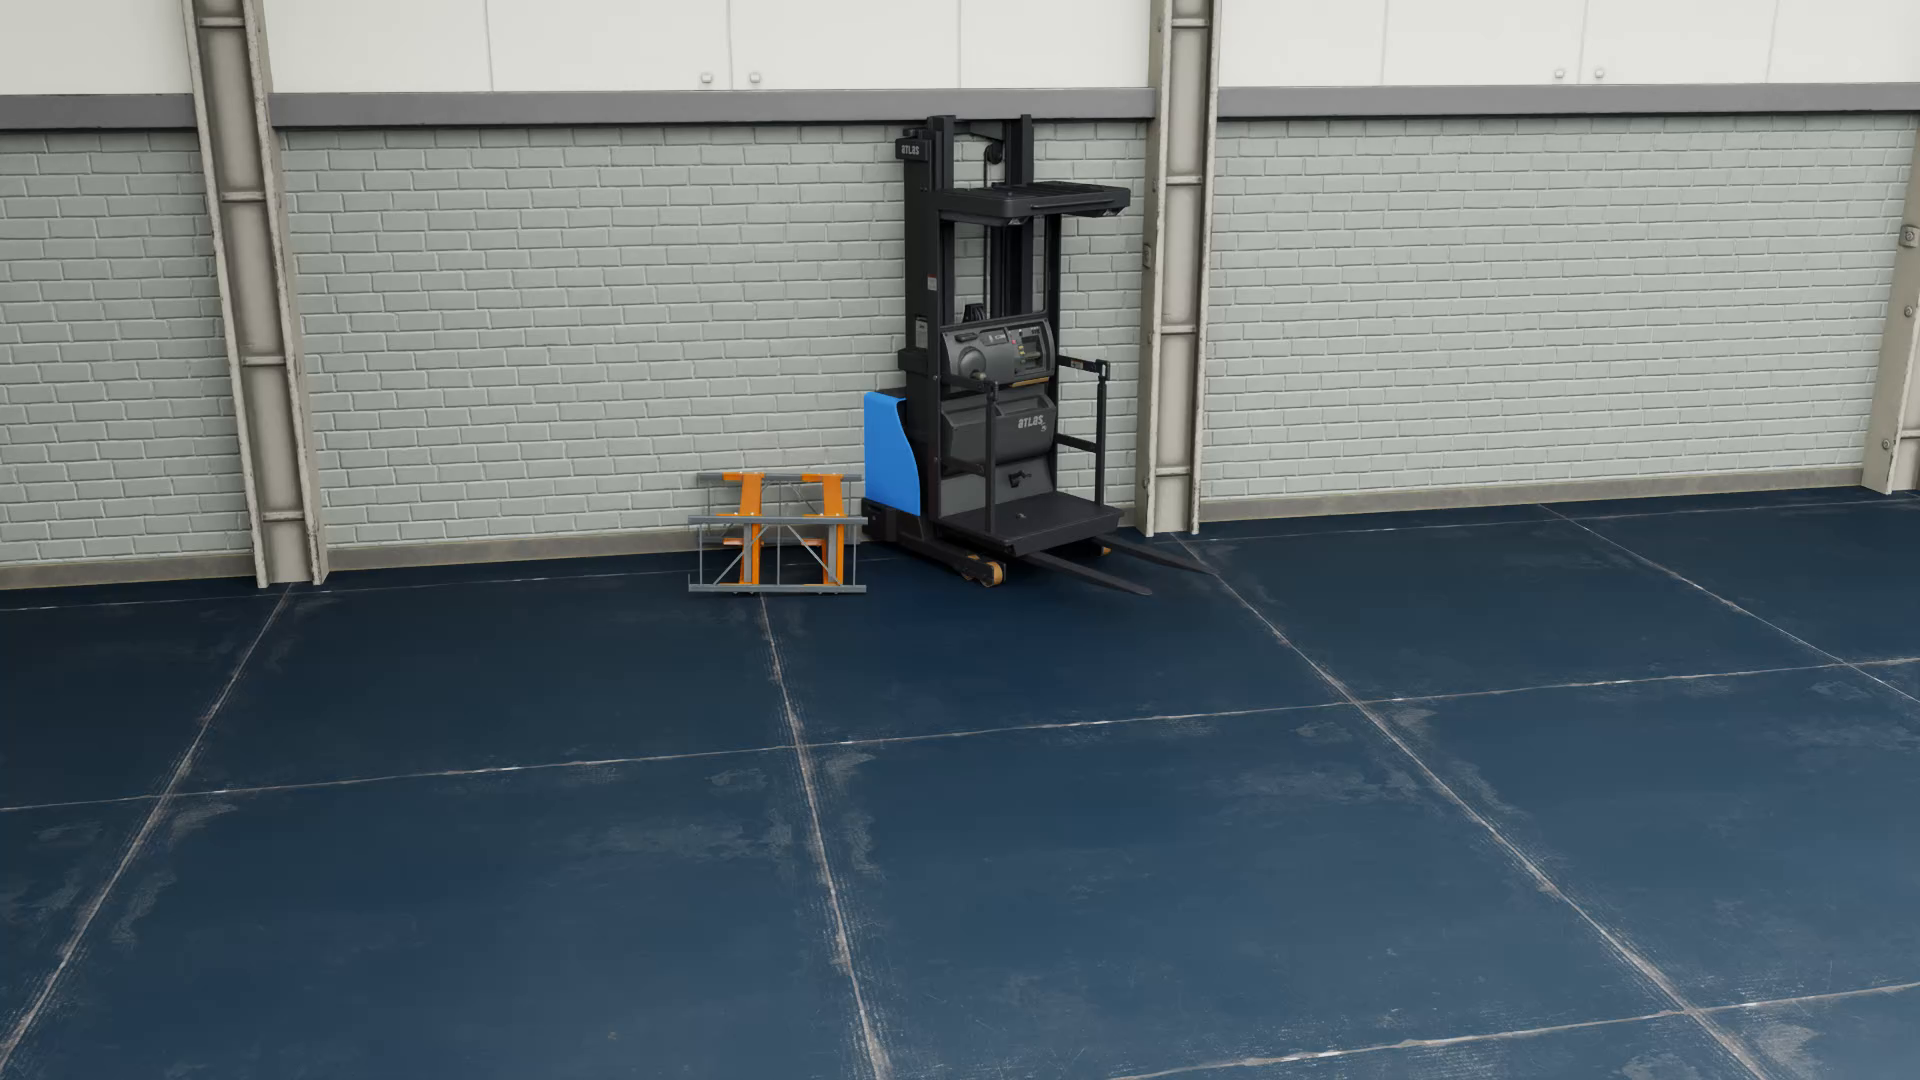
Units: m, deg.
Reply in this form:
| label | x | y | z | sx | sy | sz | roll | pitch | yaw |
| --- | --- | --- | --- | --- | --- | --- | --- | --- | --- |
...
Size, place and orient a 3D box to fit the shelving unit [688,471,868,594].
| label | x | y | z | sx | sy | sz | roll | pitch | yaw |
| --- | --- | --- | --- | --- | --- | --- | --- | --- | --- |
| shelving unit | -1.201 | -0.062 | 11.020 | 1.125 | 0.538 | 1.048 | 1 | 17 | -6 |

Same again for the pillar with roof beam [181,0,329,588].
| label | x | y | z | sx | sy | sz | roll | pitch | yaw |
| --- | --- | --- | --- | --- | --- | --- | --- | --- | --- |
| pillar with roof beam | -3.579 | -2.805 | 5.618 | 0.400 | 9.000 | 9.100 | -3 | 17 | -10 |

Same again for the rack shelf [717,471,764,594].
| label | x | y | z | sx | sy | sz | roll | pitch | yaw |
| --- | --- | --- | --- | --- | --- | --- | --- | --- | --- |
| rack shelf | -1.444 | -0.064 | 10.995 | 0.278 | 0.538 | 1.000 | 1 | 17 | -6 |

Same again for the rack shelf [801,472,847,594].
| label | x | y | z | sx | sy | sz | roll | pitch | yaw |
| --- | --- | --- | --- | --- | --- | --- | --- | --- | --- |
| rack shelf | -0.910 | -0.059 | 11.050 | 0.278 | 0.538 | 1.000 | 1 | 17 | -6 |

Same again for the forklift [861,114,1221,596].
| label | x | y | z | sx | sy | sz | roll | pitch | yaw |
| --- | --- | --- | --- | --- | --- | --- | --- | --- | --- |
| forklift | 0.401 | -1.261 | 10.926 | 1.130 | 2.935 | 3.031 | -14 | 22 | -38 |

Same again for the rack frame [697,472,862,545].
| label | x | y | z | sx | sy | sz | roll | pitch | yaw |
| --- | --- | --- | --- | --- | --- | --- | --- | --- | --- |
| rack frame | -1.249 | -0.215 | 11.503 | 1.125 | 0.500 | 0.032 | 1 | 17 | -6 |

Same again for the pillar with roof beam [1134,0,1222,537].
| label | x | y | z | sx | sy | sz | roll | pitch | yaw |
| --- | --- | --- | --- | --- | --- | --- | --- | --- | --- |
| pillar with roof beam | 2.312 | -3.139 | 6.706 | 0.400 | 9.000 | 9.100 | -3 | 17 | -10 |

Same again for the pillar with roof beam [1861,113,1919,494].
| label | x | y | z | sx | sy | sz | roll | pitch | yaw |
| --- | --- | --- | --- | --- | --- | --- | --- | --- | --- |
| pillar with roof beam | 8.203 | -3.473 | 7.794 | 0.400 | 9.000 | 9.100 | -3 | 17 | -10 |

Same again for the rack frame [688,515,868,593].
| label | x | y | z | sx | sy | sz | roll | pitch | yaw |
| --- | --- | --- | --- | --- | --- | --- | --- | --- | --- |
| rack frame | -1.153 | 0.091 | 10.538 | 1.125 | 0.500 | 0.032 | 1 | 17 | -6 |
